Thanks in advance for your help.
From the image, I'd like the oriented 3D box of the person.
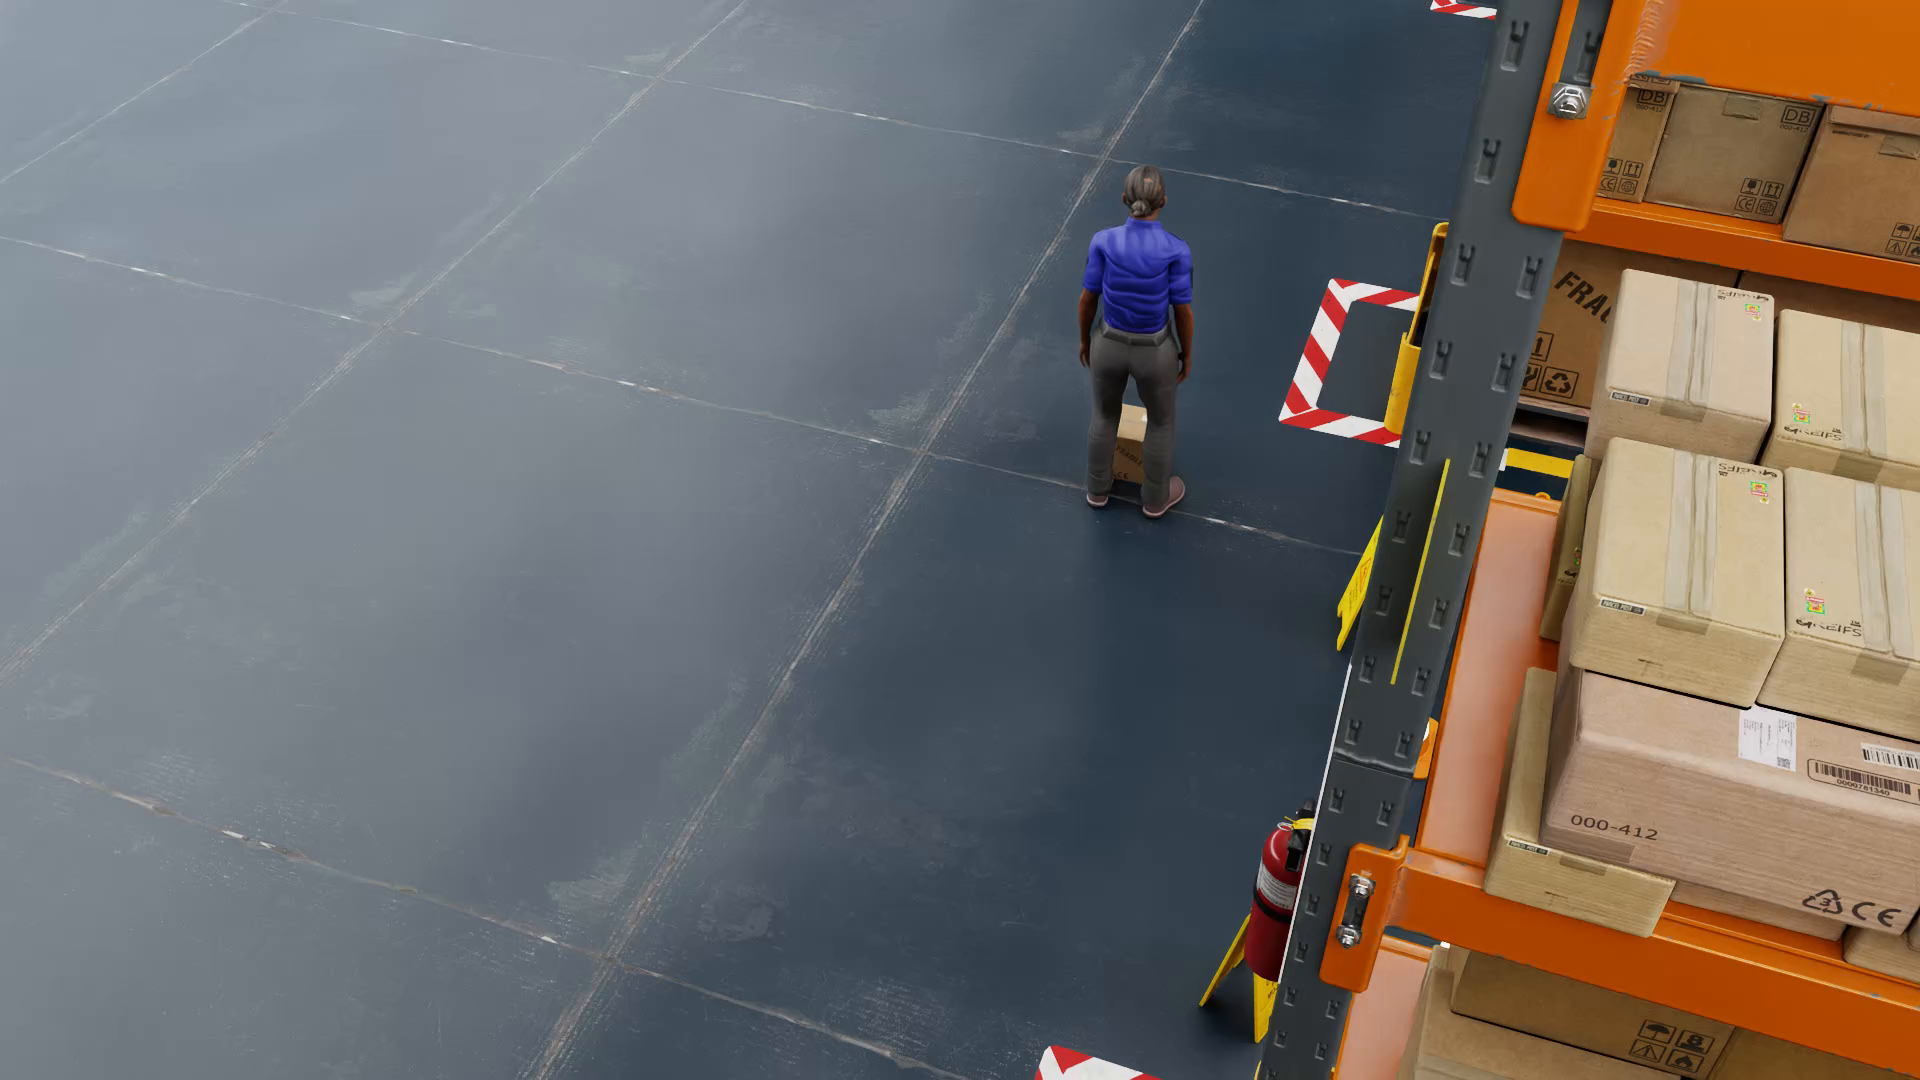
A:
[{"bbox_3d":[0.755,-0.813,7.075,0.518,1.653,0.349,12,43,13],"label":"person"}]
